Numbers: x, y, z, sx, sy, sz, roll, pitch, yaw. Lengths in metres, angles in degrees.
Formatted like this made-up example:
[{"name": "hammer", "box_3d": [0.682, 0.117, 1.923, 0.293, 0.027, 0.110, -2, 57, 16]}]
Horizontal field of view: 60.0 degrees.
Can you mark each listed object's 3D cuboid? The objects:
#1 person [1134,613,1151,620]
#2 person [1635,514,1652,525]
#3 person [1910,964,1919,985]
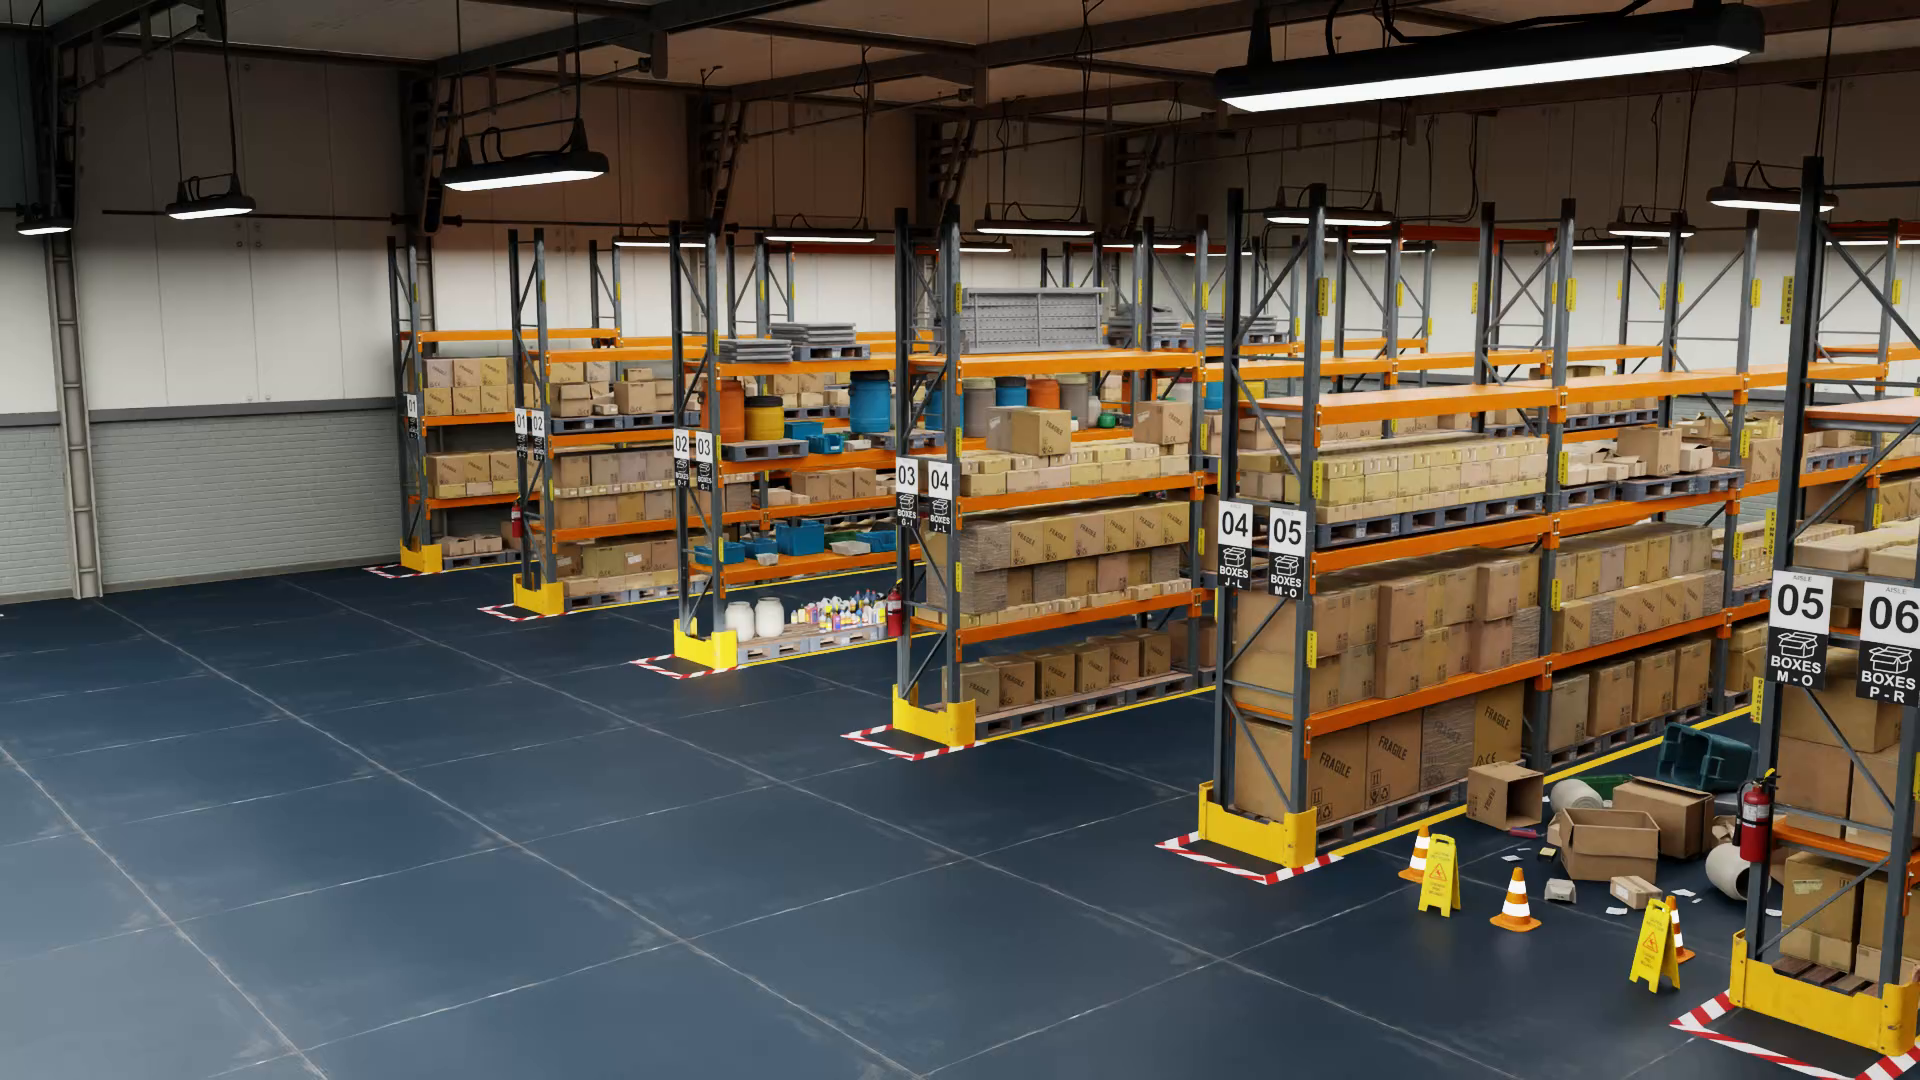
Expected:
[{"name": "person", "box_3d": [2.798, 0.427, 25.544, 0.479, 1.663, 0.519, -7, 11, -39]}, {"name": "person", "box_3d": [10.805, 0.311, 26.147, 0.610, 1.741, 0.618, 4, 10, 25]}, {"name": "person", "box_3d": [6.226, 2.738, 10.242, 1.043, 1.741, 0.674, -1, 9, -9]}]
